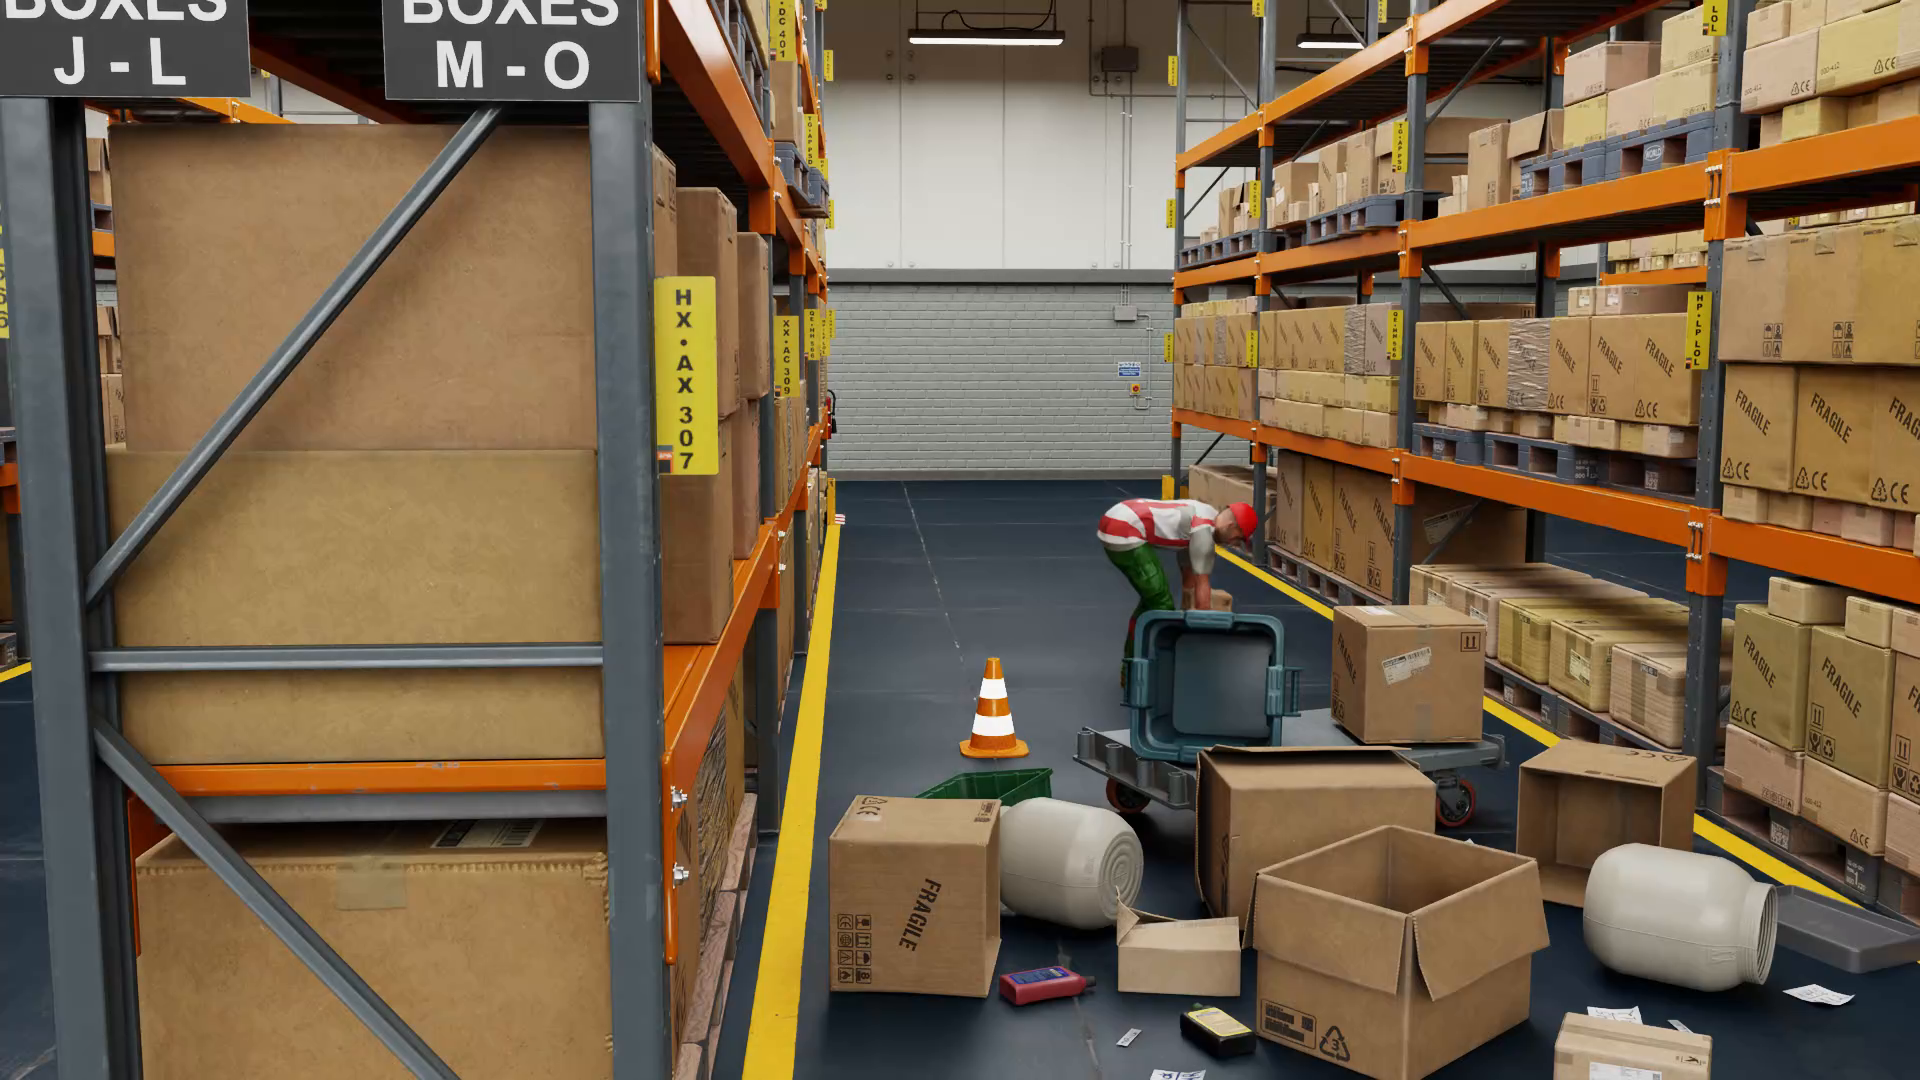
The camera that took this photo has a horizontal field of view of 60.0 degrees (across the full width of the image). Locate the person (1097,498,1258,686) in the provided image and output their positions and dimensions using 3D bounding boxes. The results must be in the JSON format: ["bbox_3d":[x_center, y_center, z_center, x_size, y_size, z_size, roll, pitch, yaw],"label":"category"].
[{"bbox_3d":[1.306,0.302,9.972,0.964,1.106,0.494,-1,7,-6],"label":"person"}]
